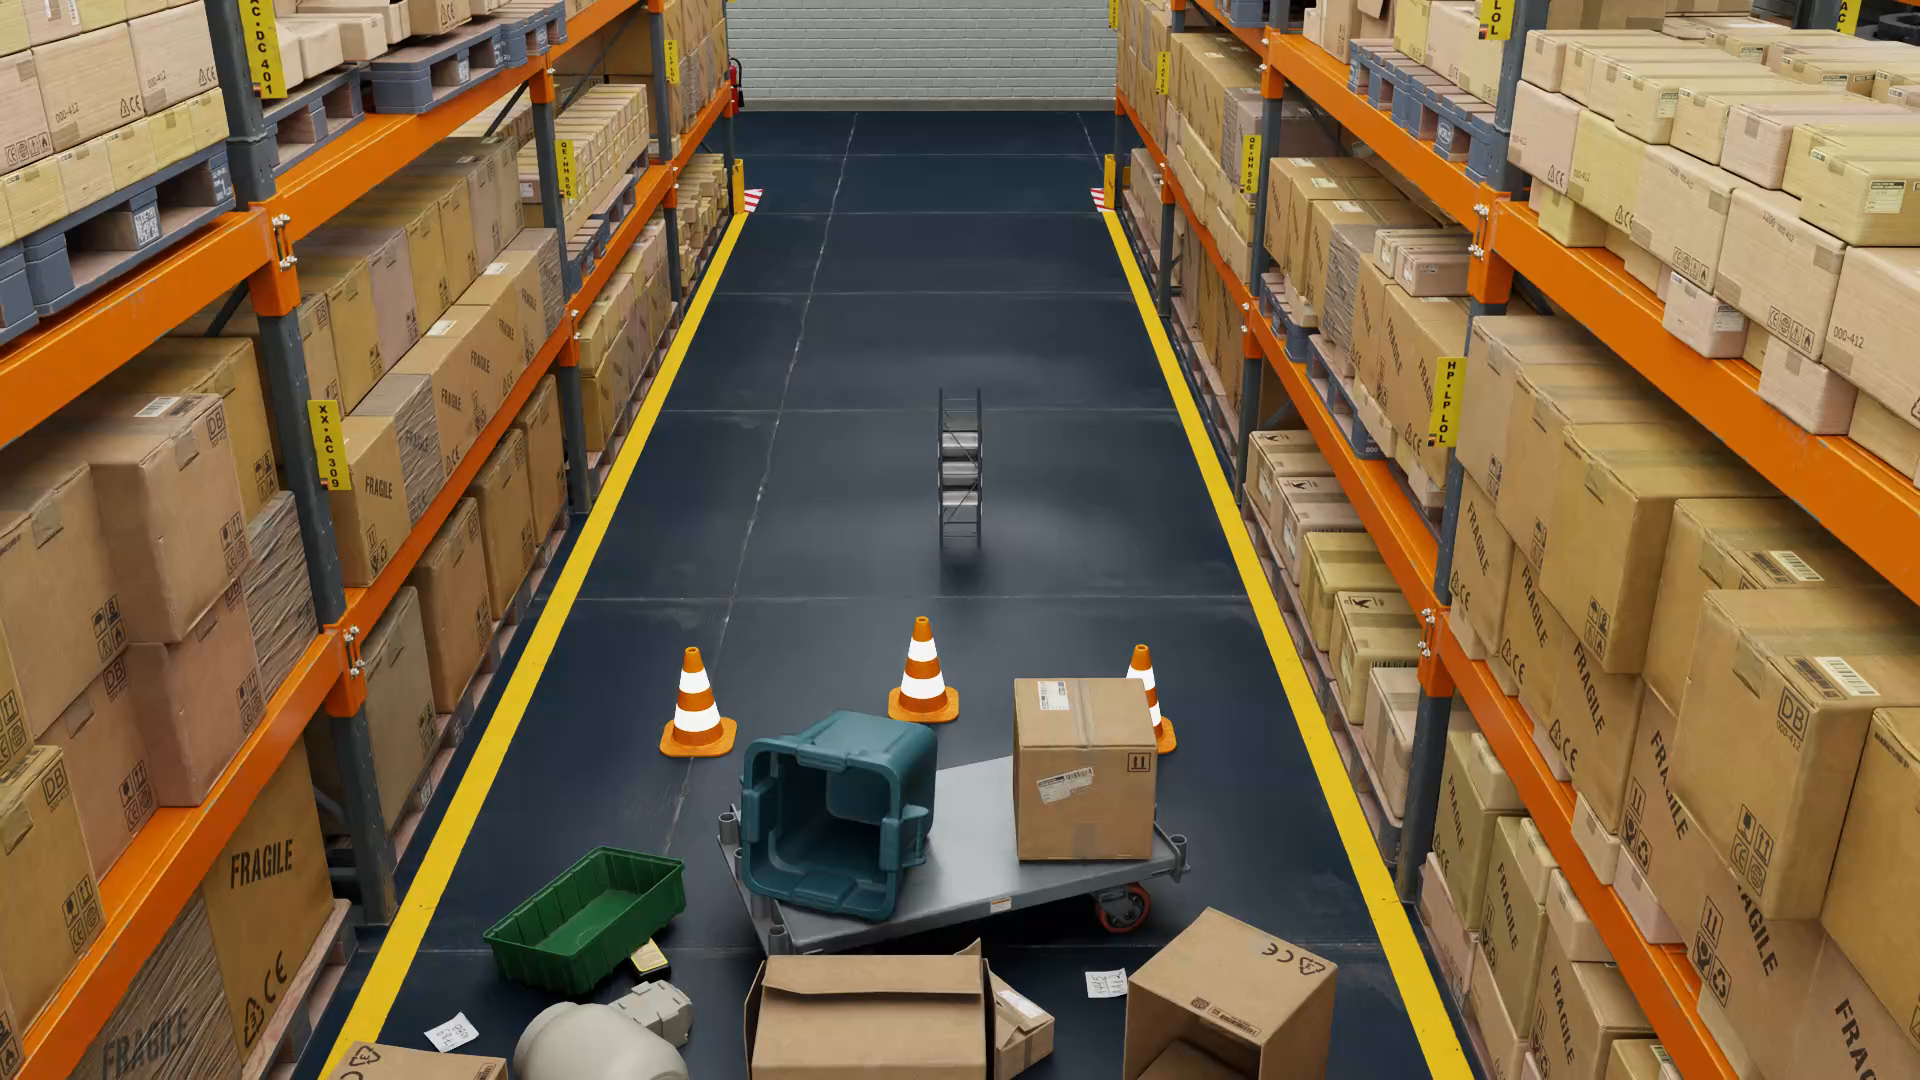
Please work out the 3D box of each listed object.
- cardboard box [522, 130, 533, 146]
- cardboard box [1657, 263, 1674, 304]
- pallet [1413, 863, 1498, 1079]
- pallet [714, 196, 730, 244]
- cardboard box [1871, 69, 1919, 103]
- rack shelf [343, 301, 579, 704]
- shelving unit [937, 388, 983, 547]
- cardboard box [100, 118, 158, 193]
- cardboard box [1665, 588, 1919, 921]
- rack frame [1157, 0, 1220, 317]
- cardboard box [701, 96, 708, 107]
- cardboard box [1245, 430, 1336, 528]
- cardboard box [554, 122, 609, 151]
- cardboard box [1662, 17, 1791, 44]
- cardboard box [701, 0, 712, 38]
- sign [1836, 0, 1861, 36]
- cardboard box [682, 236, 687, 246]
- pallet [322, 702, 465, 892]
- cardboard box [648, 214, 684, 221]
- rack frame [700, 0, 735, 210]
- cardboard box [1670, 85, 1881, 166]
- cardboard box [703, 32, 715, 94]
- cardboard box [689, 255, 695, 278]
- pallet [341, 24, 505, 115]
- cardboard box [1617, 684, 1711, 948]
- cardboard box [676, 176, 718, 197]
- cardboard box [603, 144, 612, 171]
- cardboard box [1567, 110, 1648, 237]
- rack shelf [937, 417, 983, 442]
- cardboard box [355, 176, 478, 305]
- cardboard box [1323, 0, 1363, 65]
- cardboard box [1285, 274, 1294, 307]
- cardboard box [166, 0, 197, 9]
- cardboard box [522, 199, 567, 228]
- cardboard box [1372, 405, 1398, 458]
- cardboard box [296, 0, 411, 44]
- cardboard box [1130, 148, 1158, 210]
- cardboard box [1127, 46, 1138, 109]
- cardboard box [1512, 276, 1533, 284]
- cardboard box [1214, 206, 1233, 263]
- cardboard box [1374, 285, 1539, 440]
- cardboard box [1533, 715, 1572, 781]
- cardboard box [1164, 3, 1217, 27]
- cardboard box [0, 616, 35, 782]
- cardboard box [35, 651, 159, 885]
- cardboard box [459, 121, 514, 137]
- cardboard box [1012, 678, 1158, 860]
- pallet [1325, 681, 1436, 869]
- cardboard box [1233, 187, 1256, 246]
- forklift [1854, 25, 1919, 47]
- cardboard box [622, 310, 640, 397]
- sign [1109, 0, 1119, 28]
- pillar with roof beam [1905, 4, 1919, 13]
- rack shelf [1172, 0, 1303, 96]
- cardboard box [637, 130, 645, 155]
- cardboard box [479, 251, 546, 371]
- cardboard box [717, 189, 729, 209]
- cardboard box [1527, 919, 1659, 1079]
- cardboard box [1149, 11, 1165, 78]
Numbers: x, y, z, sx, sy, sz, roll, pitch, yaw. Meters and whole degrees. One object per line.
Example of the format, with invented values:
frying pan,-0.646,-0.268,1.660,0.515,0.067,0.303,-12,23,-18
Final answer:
cardboard box,-3.233,-2.801,11.738,0.380,0.149,0.250,1,24,2
cardboard box,2.015,-0.651,4.215,0.380,0.149,0.250,-1,24,-2
pallet,2.284,1.595,5.967,1.003,0.211,1.213,0,24,-1
pallet,-2.864,-3.196,16.560,1.003,0.211,1.213,0,24,-1
cardboard box,2.590,-1.117,4.277,0.380,0.149,0.250,0,24,1
rack shelf,-2.729,-0.384,7.833,1.077,0.370,4.000,0,24,-1
shelving unit,0.000,-0.413,9.572,0.258,0.900,0.210,0,24,-1
cardboard box,-2.376,-1.018,4.395,0.380,0.149,0.250,0,24,0
cardboard box,1.955,0.432,3.459,0.700,0.500,0.500,-1,24,-1
rack frame,2.154,-3.248,13.292,1.000,3.000,0.127,0,24,-1
cardboard box,-2.569,-4.166,15.625,0.380,0.149,0.250,-1,24,-3
cardboard box,2.194,-0.361,9.588,0.950,0.372,0.625,-2,24,-4
cardboard box,-2.577,-2.720,11.197,0.380,0.149,0.250,-1,24,-1
cardboard box,2.636,-1.684,5.866,0.500,0.250,0.500,-1,24,-2
cardboard box,-2.564,-4.859,15.158,0.500,0.500,0.500,1,24,2
sign,2.784,-1.560,5.291,0.100,0.325,0.005,0,24,-1
cardboard box,-2.609,-2.679,14.621,0.380,0.149,0.250,-1,24,-3
pallet,-2.791,1.065,7.139,1.003,0.211,1.213,0,24,-1
cardboard box,-2.587,-2.709,14.327,0.380,0.149,0.250,-1,24,-1
rack frame,-2.838,-4.833,16.795,1.000,3.000,0.127,0,24,-1
cardboard box,1.974,-1.010,4.040,0.380,0.149,0.250,-1,24,-2
cardboard box,-2.560,-4.409,15.376,0.500,0.500,0.500,0,24,0
cardboard box,-2.480,-2.338,14.229,0.380,0.149,0.250,0,24,1
pallet,-2.675,-2.091,7.323,1.003,0.211,1.213,1,24,2
cardboard box,2.014,0.671,4.143,0.500,0.500,0.500,0,24,0
cardboard box,-2.505,-3.352,15.749,0.380,0.149,0.250,1,24,1
cardboard box,-2.577,-2.591,11.272,0.380,0.149,0.250,1,24,1
cardboard box,1.988,-0.991,4.482,0.500,0.250,0.500,0,24,-1
rack shelf,0.000,-0.629,9.474,0.258,0.077,0.200,0,24,-1
cardboard box,-2.741,-1.433,7.943,0.700,0.500,0.500,-1,24,-1
cardboard box,2.198,-2.622,8.146,0.700,0.500,0.500,0,24,-1
cardboard box,1.942,-1.313,8.808,0.380,0.149,0.250,-2,24,-4
cardboard box,-2.384,-1.591,4.694,0.380,0.149,0.250,0,24,-1
cardboard box,-2.555,-1.949,9.853,0.380,0.149,0.250,1,24,2
cardboard box,1.936,-0.454,6.910,0.380,0.149,0.250,-1,24,-1
cardboard box,-2.515,-2.202,6.872,0.396,0.266,0.258,0,24,-1
cardboard box,2.218,-3.649,16.778,0.875,0.438,0.875,-1,24,-2
cardboard box,1.850,-4.325,15.552,0.500,0.500,0.500,0,24,-1
cardboard box,2.526,-0.929,7.172,0.500,0.500,0.500,0,24,-1
cardboard box,1.912,-1.949,10.602,0.500,0.250,0.500,0,24,0
cardboard box,2.000,-0.718,6.705,0.500,0.500,0.500,0,24,0
cardboard box,1.980,0.609,5.068,0.380,0.149,0.250,0,24,1
cardboard box,1.833,-4.171,13.209,0.380,0.149,0.250,-1,24,-2
cardboard box,-2.733,0.371,3.796,0.875,0.550,0.500,0,24,-1
cardboard box,-2.774,0.645,4.501,0.875,0.550,0.550,0,24,-1
cardboard box,-3.228,-2.724,11.207,0.380,0.149,0.250,0,24,1
cardboard box,0.462,0.862,6.318,0.500,0.500,0.500,0,24,-1
pallet,2.232,0.998,7.288,1.003,0.211,1.213,0,24,-1
cardboard box,1.939,-1.958,10.015,0.500,0.250,0.500,0,24,-1
forklift,5.337,-1.202,8.929,3.031,2.867,1.129,13,27,26
cardboard box,-2.522,-1.300,11.508,0.500,0.500,0.500,-1,24,-2
sign,1.556,-5.327,16.742,0.100,0.325,0.005,0,24,-1
pillar with roof beam,3.707,-6.277,12.709,9.100,9.000,0.400,0,24,-1
rack shelf,2.176,-3.463,11.000,1.077,0.370,4.000,0,24,-1
cardboard box,-2.588,-2.992,12.520,0.380,0.149,0.250,0,24,0
cardboard box,-2.473,-1.192,8.624,0.500,0.500,0.500,0,24,-1
cardboard box,-2.520,-3.404,16.586,0.380,0.149,0.250,0,24,1
cardboard box,2.000,1.446,4.829,0.500,0.500,0.500,1,24,2
cardboard box,1.876,-4.152,13.955,0.500,0.500,0.500,-1,24,-1
